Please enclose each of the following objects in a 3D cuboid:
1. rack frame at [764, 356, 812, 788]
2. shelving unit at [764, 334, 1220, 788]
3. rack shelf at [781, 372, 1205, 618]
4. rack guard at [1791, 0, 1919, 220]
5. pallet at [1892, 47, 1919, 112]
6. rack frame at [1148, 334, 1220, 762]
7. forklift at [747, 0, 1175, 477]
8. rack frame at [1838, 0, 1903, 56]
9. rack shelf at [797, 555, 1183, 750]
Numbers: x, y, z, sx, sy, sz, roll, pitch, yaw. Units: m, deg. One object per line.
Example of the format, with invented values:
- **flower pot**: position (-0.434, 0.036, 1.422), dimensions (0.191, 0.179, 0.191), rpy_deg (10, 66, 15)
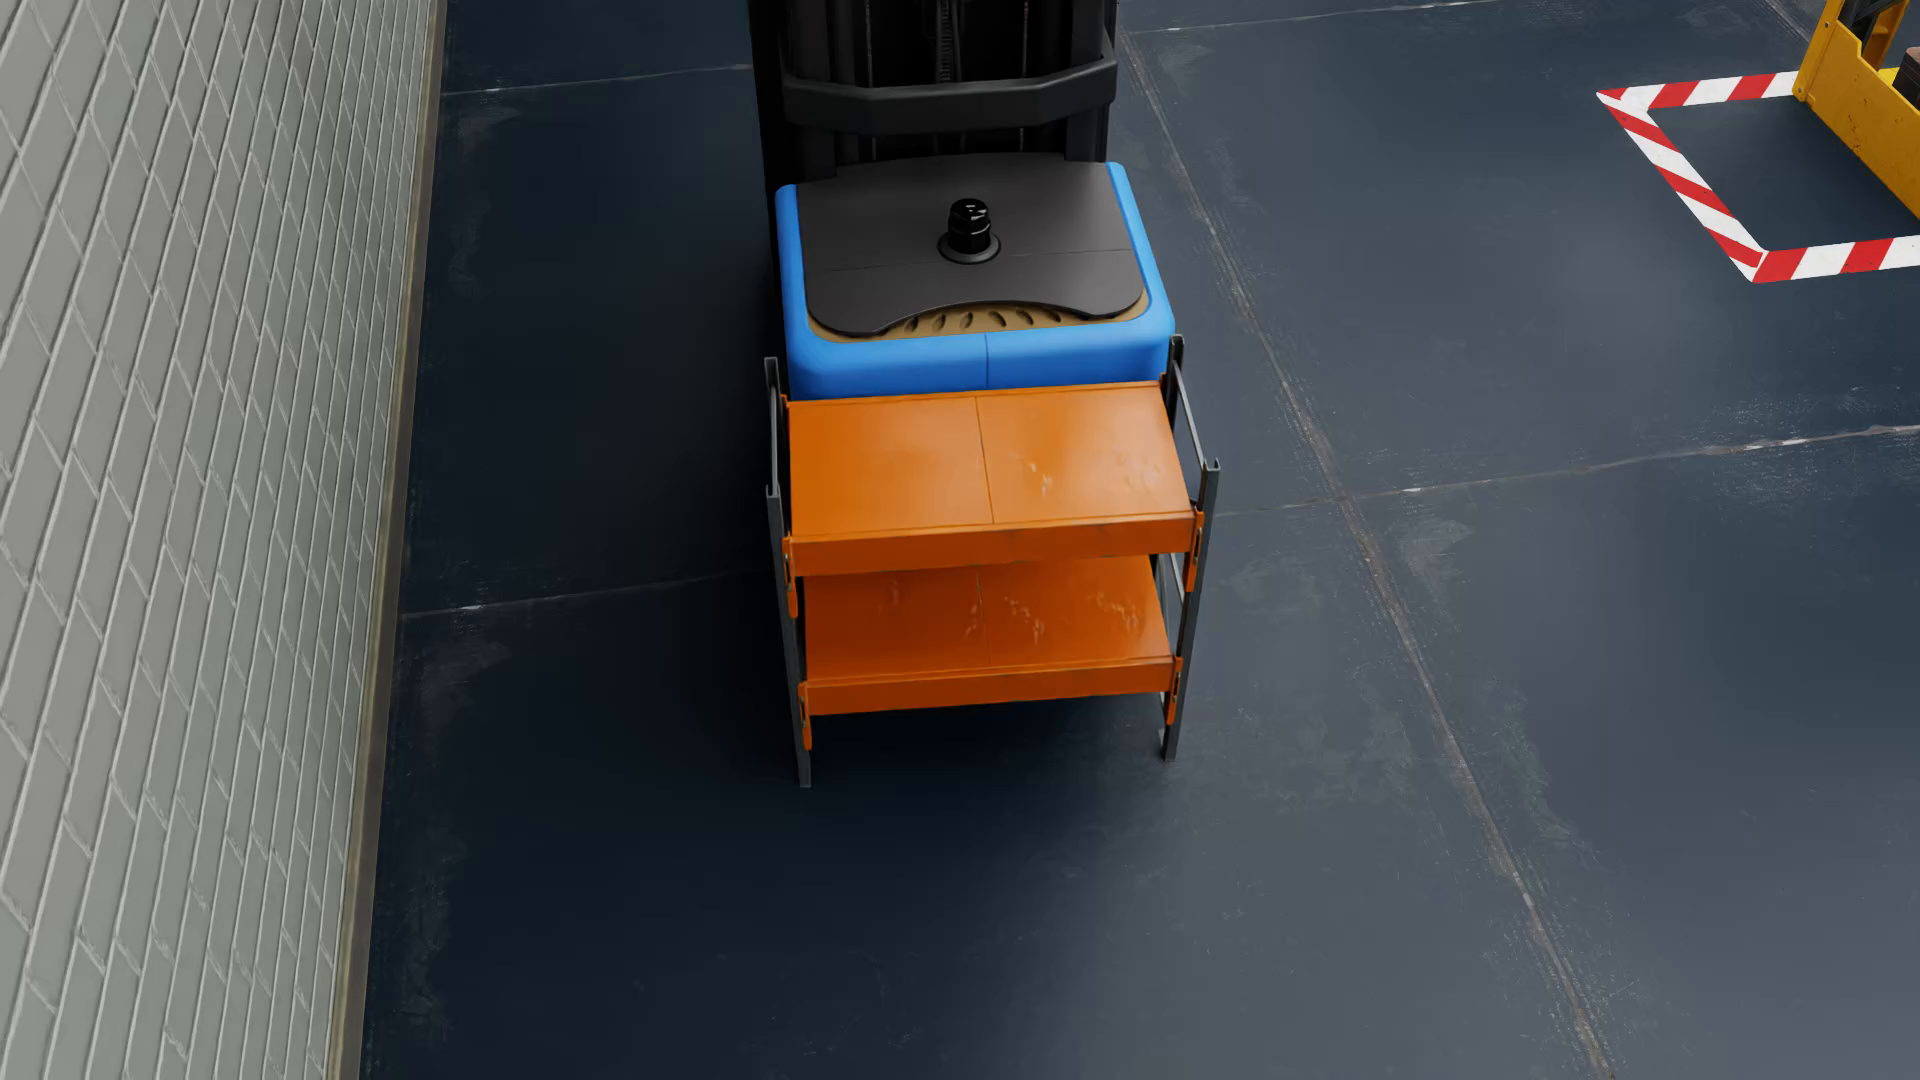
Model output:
- **rack frame**: position (-0.447, 0.115, 4.358), dimensions (0.032, 1.125, 0.500), rpy_deg (-4, 46, -3)
- **shelving unit**: position (0.059, 0.083, 4.389), dimensions (1.048, 1.125, 0.538), rpy_deg (-4, 46, -3)
- **rack shelf**: position (0.059, -0.120, 4.178), dimensions (1.000, 0.278, 0.538), rpy_deg (-4, 46, -3)
- **rack guard**: position (3.805, -1.723, 6.563), dimensions (0.348, 0.500, 1.175), rpy_deg (-7, 46, -7)
- **pallet**: position (4.611, -1.697, 6.739), dimensions (1.213, 0.211, 1.003), rpy_deg (-7, 46, -7)
- **rack frame**: position (0.565, 0.051, 4.420), dimensions (0.032, 1.125, 0.500), rpy_deg (-4, 46, -3)
- **forklift**: position (-0.110, -1.839, 4.987), dimensions (1.130, 2.935, 3.031), rpy_deg (-5, 46, -5)
- **rack frame**: position (3.730, -2.581, 5.654), dimensions (0.127, 3.000, 1.000), rpy_deg (-7, 46, -7)
- **rack shelf**: position (0.059, 0.253, 4.565), dimensions (1.000, 0.278, 0.538), rpy_deg (-4, 46, -3)
